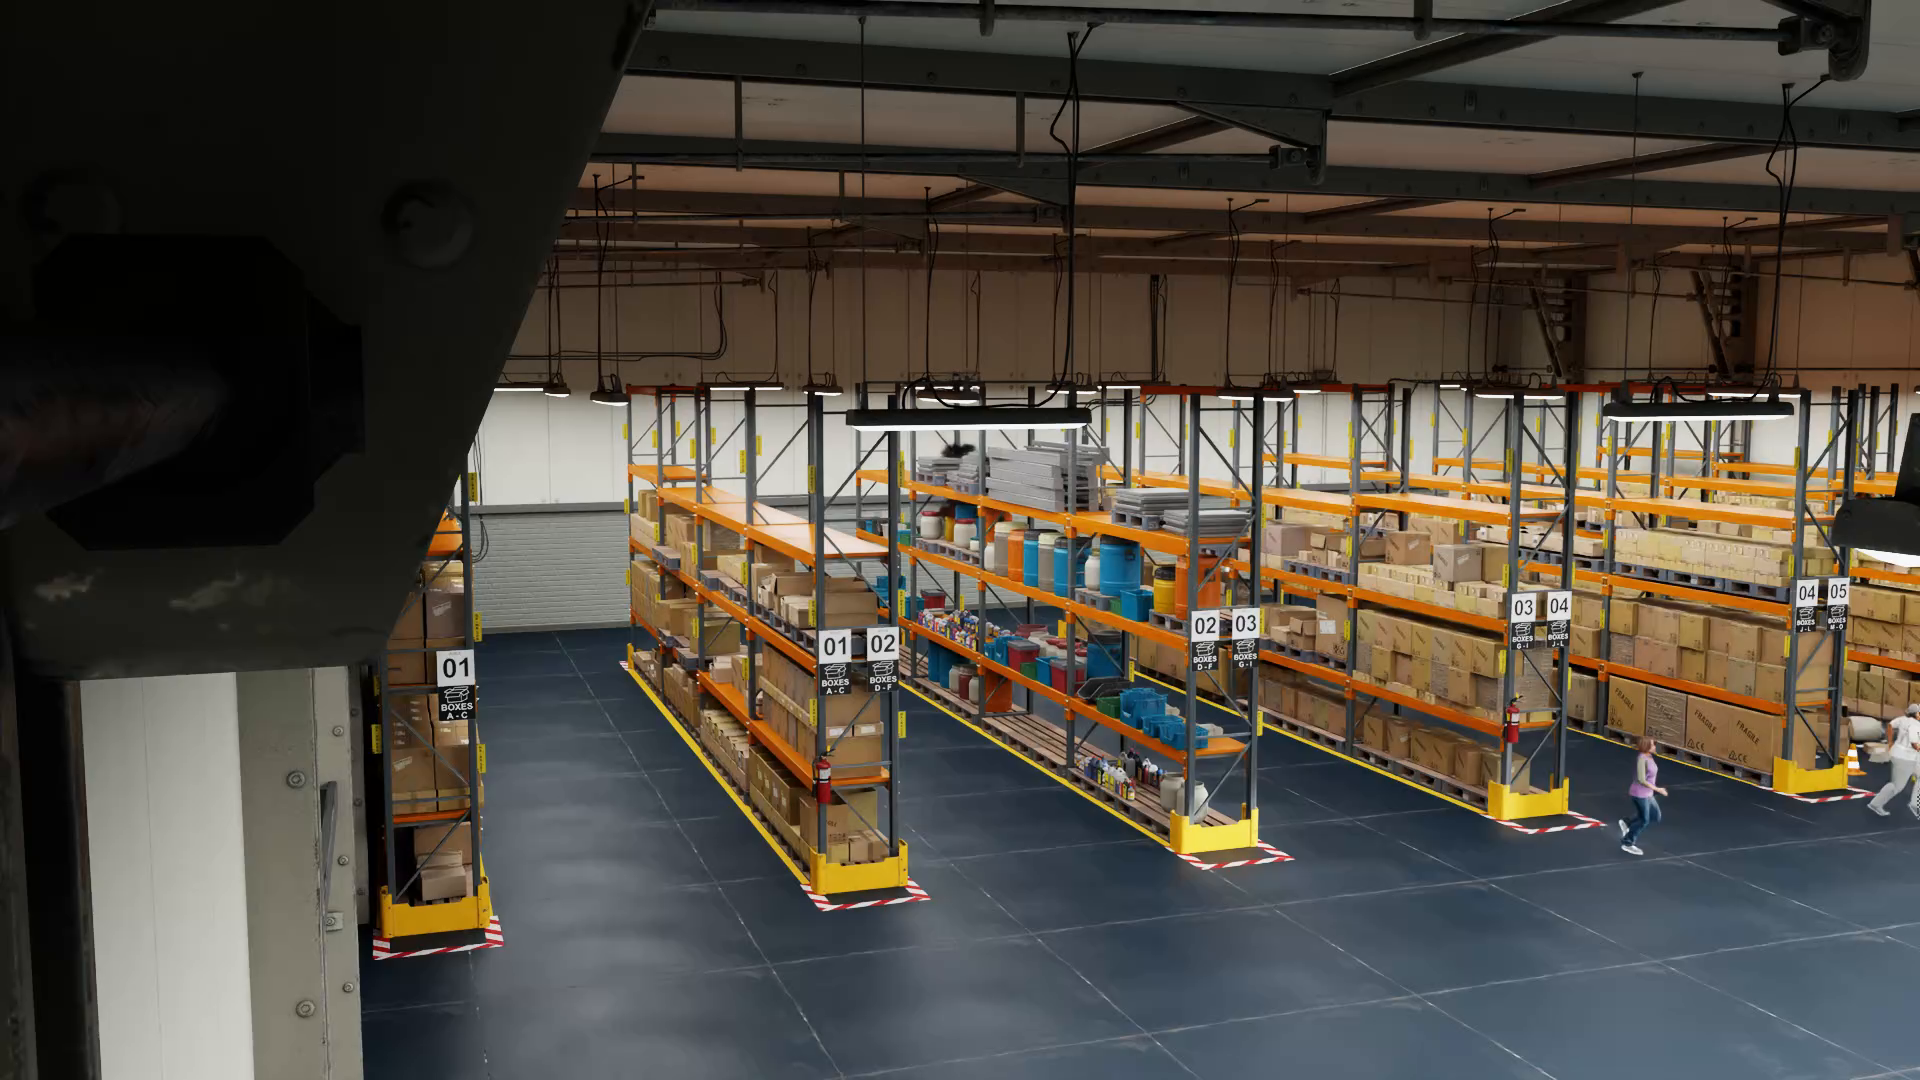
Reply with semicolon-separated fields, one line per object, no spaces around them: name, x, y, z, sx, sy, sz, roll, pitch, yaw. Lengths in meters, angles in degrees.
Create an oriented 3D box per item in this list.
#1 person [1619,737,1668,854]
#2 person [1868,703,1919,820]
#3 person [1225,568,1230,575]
person;8.935;3.329;21.717;0.607;1.561;0.559;4;7;33
person;13.226;3.112;23.320;0.821;1.696;0.627;2;6;20
person;6.189;1.490;38.643;0.750;1.717;0.574;0;6;2
